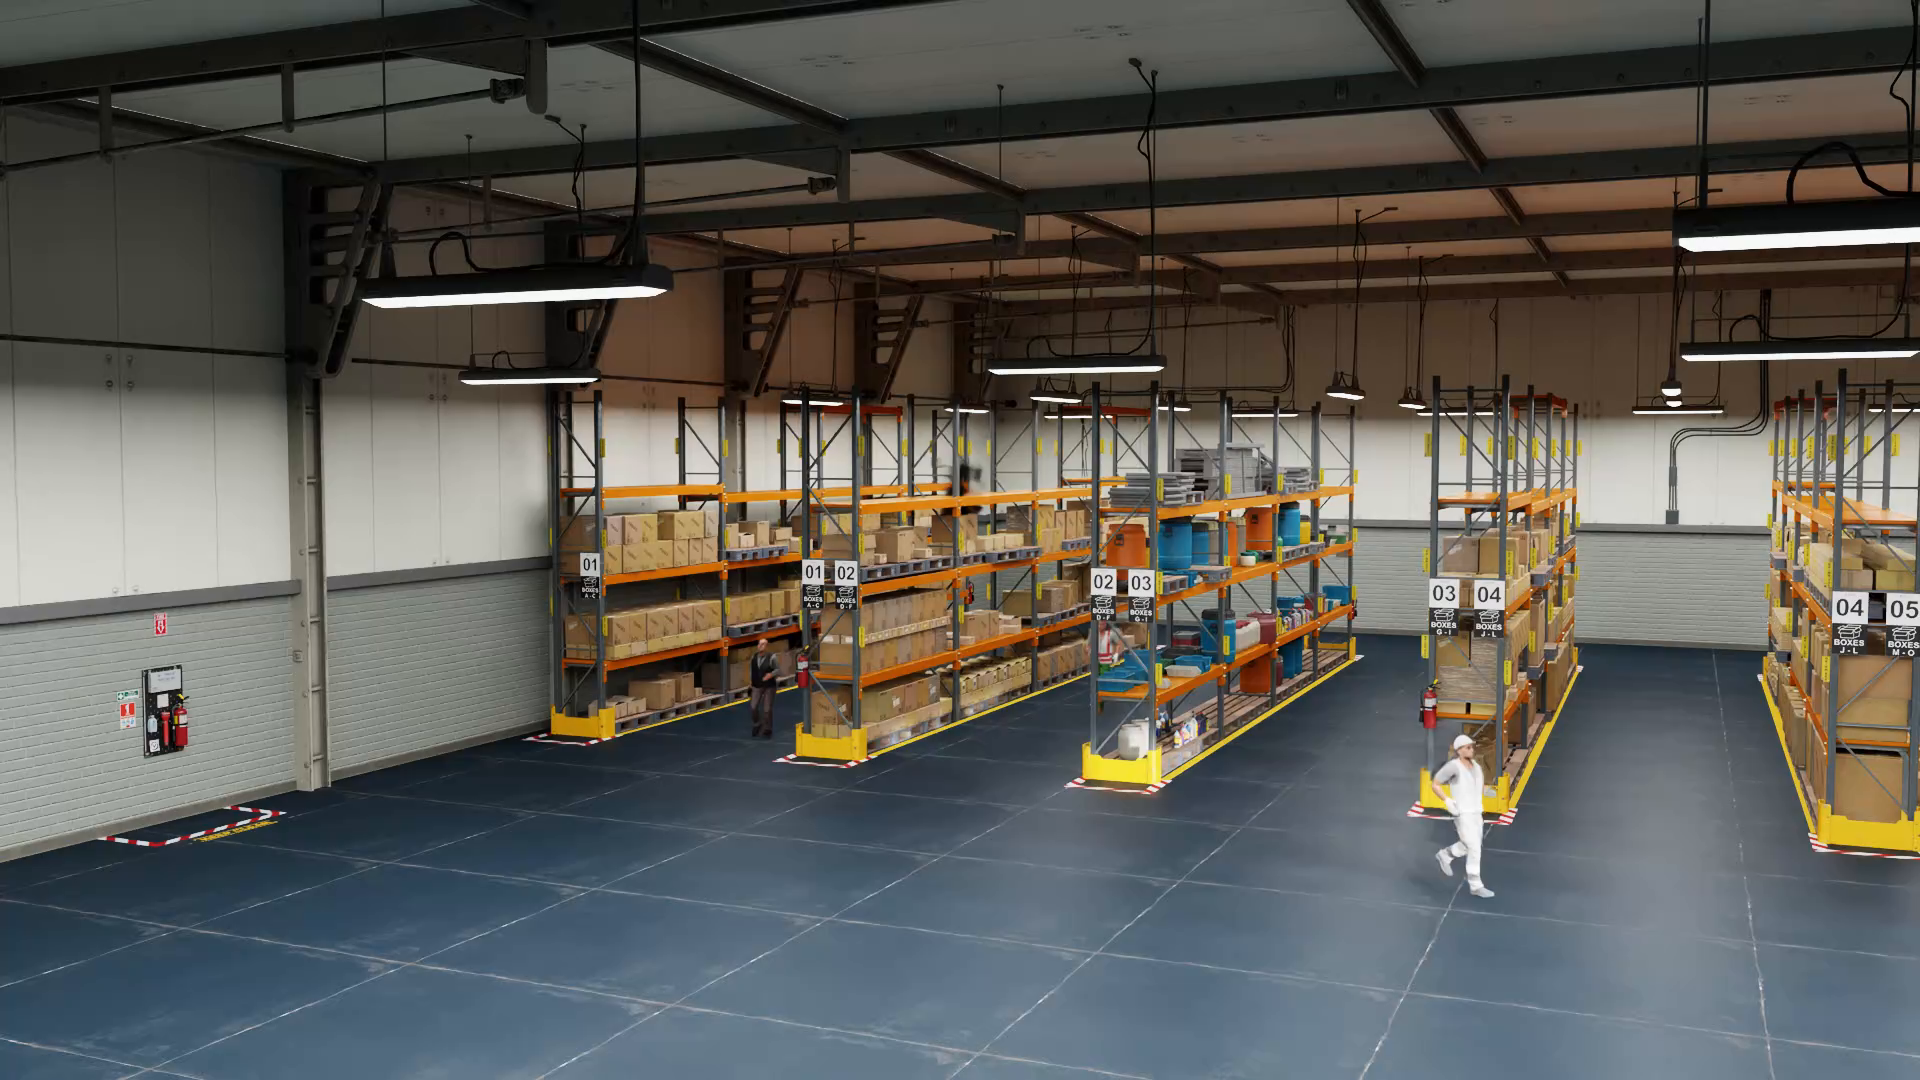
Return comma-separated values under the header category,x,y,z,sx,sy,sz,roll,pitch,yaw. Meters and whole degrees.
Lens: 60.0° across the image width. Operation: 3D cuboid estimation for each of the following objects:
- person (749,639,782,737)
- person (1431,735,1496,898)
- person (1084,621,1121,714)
category,x,y,z,sx,sy,sz,roll,pitch,yaw
person,-3.387,2.557,28.634,0.661,1.708,0.677,1,3,11
person,5.680,3.080,18.743,0.670,1.765,0.914,-2,4,-32
person,2.690,2.346,31.457,0.686,1.792,0.839,1,3,17
